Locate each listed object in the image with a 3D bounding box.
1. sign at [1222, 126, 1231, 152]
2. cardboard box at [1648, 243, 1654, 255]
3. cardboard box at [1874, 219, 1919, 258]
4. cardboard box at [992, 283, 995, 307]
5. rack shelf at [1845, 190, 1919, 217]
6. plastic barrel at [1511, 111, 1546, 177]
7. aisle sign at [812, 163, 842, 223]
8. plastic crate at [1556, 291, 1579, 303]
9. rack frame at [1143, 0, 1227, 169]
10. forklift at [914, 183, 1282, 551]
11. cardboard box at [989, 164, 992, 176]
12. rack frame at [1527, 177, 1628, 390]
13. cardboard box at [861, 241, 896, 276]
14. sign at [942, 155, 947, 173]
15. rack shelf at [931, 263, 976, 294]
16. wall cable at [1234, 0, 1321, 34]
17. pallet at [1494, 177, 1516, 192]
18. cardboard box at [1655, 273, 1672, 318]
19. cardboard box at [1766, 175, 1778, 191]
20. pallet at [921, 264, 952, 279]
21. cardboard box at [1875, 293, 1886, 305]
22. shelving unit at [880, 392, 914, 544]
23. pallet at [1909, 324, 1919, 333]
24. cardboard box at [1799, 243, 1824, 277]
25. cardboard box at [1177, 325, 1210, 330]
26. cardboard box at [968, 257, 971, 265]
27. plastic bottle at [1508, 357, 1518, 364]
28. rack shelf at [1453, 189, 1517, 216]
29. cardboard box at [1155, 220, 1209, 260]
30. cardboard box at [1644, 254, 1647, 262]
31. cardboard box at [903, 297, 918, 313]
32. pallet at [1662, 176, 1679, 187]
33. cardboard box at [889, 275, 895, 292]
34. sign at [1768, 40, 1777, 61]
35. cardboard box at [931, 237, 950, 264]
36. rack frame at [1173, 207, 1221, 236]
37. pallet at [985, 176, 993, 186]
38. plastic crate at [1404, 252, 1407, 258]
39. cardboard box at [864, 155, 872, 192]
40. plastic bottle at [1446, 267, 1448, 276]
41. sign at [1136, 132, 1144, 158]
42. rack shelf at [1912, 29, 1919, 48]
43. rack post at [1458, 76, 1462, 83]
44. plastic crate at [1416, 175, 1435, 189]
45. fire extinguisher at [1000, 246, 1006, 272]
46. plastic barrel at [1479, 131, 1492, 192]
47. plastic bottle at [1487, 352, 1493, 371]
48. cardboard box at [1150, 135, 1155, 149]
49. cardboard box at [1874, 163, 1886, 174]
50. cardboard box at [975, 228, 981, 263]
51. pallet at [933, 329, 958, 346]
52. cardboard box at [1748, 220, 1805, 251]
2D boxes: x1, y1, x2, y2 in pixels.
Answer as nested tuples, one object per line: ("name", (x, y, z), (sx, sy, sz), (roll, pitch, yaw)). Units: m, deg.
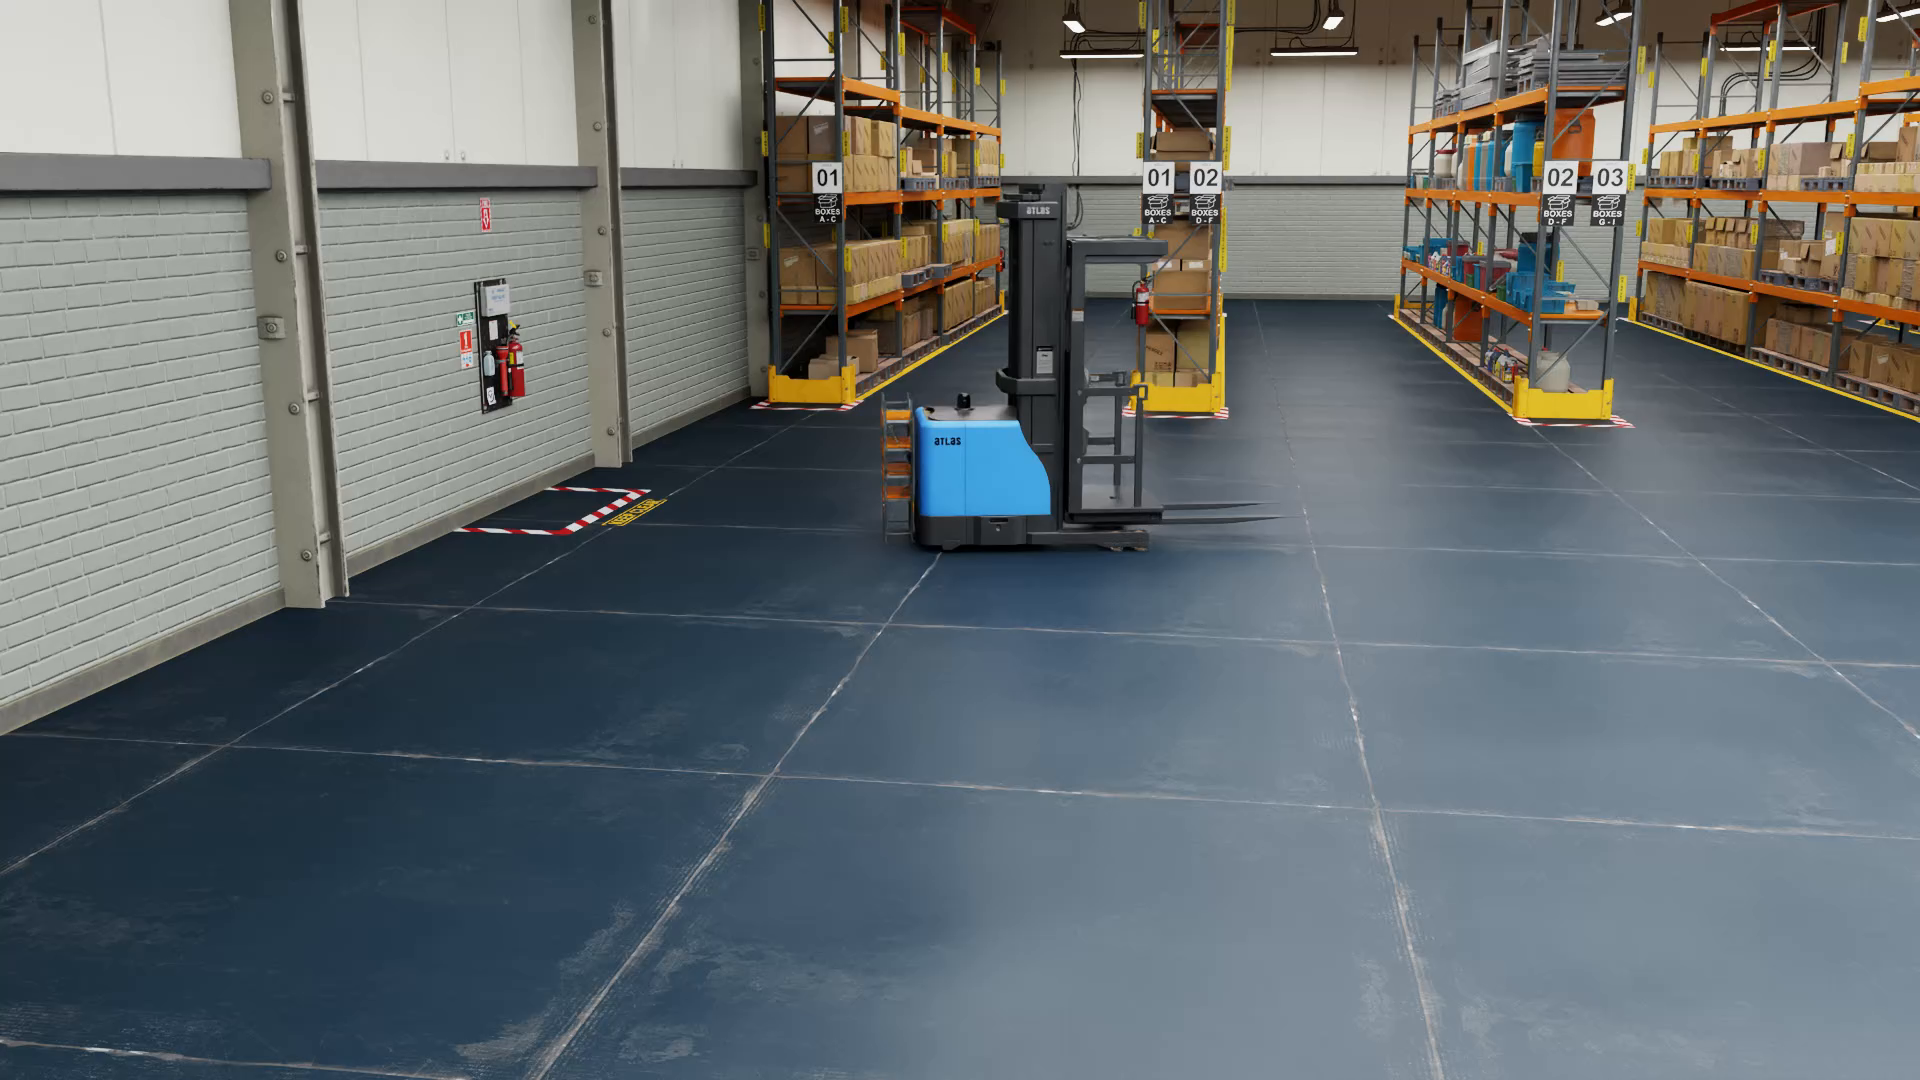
("sign", (3.400, -5.107, 21.188), (0.100, 0.325, 0.005), (2, 12, 9))
("cardboard box", (14.687, -6.075, 34.714), (0.500, 0.250, 0.500), (2, 12, 8))
("cardboard box", (12.783, -4.094, 22.555), (0.500, 0.500, 0.500), (2, 12, 9))
("cardboard box", (0.409, -5.519, 37.418), (0.700, 0.500, 0.500), (2, 12, 9))
("rack shelf", (12.948, -4.403, 21.893), (1.077, 0.370, 4.000), (2, 12, 9))
("plastic barrel", (8.103, -5.578, 23.451), (0.600, 0.901, 0.708), (2, 12, 9))
("aisle sign", (-1.757, -4.600, 22.047), (0.394, 0.787, 0.004), (2, 12, 9))
("plastic crate", (8.362, -3.390, 23.231), (0.530, 0.136, 0.437), (2, 12, 9))
("rack frame", (2.853, -6.127, 21.062), (1.000, 3.000, 0.127), (2, 12, 9))
("forklift", (1.144, -1.451, 13.771), (3.031, 2.935, 1.130), (-1, 12, -4))
("cardboard box", (0.414, -7.954, 35.781), (0.500, 0.250, 0.500), (2, 12, 7))
("rack frame", (7.747, -3.033, 20.946), (1.000, 3.000, 0.127), (2, 12, 9))
("cardboard box", (-1.266, -4.277, 25.247), (0.500, 0.500, 0.500), (2, 12, 8))
("sign", (-0.276, -6.720, 29.709), (0.100, 0.325, 0.005), (2, 12, 9))
("rack shelf", (-0.504, -5.084, 32.170), (1.077, 0.370, 4.000), (2, 12, 9))
("wall cable", (7.372, -13.769, 41.111), (3.097, 2.526, 0.112), (2, 12, 9))
("pallet", (8.347, -5.086, 23.802), (1.213, 0.211, 1.003), (2, 12, 9))
("cardboard box", (14.942, -5.044, 34.326), (0.875, 0.875, 0.875), (2, 12, 9))
("cardboard box", (13.547, -5.841, 27.212), (0.500, 0.250, 0.500), (2, 12, 10))
("pallet", (-0.816, -4.773, 29.478), (1.213, 0.211, 1.003), (2, 12, 9))
("cardboard box", (12.758, -3.286, 22.718), (0.380, 0.149, 0.250), (2, 12, 9))
("shelving unit", (-0.527, -0.612, 13.984), (0.258, 1.200, 0.503), (-1, 12, -4))
("pallet", (19.625, -4.221, 33.078), (1.003, 0.211, 1.213), (2, 12, 9))
("cardboard box", (13.431, -4.325, 25.698), (0.797, 0.503, 0.637), (3, 13, 14))
("cardboard box", (3.294, -2.735, 23.313), (0.500, 0.500, 0.500), (2, 12, 9))
("cardboard box", (0.015, -5.606, 33.434), (0.380, 0.149, 0.250), (2, 12, 10))
("plastic bottle", (7.884, -2.467, 23.742), (0.152, 0.276, 0.135), (2, 12, 9))
("rack shelf", (8.669, -5.396, 26.501), (1.077, 0.370, 4.000), (2, 12, 9))
("cardboard box", (2.945, -3.985, 22.047), (0.700, 0.500, 0.500), (2, 12, 9))
("cardboard box", (14.683, -5.963, 35.141), (0.380, 0.149, 0.250), (2, 12, 8))
("cardboard box", (-1.021, -4.111, 29.056), (0.500, 0.250, 0.500), (2, 12, 10))
("pallet", (14.812, -7.216, 33.449), (1.003, 0.211, 1.213), (2, 12, 9))
("cardboard box", (-1.285, -3.911, 25.329), (0.500, 0.250, 0.500), (2, 12, 9))
("sign", (13.322, -8.021, 27.261), (0.100, 0.325, 0.005), (2, 12, 9))
("cardboard box", (-0.484, -5.316, 30.549), (0.500, 0.500, 0.500), (2, 12, 10))
("rack frame", (4.698, -5.692, 33.285), (1.000, 3.000, 0.127), (2, 12, 9))
("pallet", (0.129, -7.698, 35.683), (1.003, 0.211, 1.213), (2, 12, 9))
("plastic crate", (9.713, -6.159, 35.936), (0.250, 0.136, 0.298), (2, 12, 9))
("cardboard box", (-1.550, -5.159, 23.407), (0.500, 0.500, 0.500), (2, 12, 11))
("plastic bottle", (8.704, -4.791, 29.574), (0.097, 0.201, 0.097), (0, 12, 0))
("sign", (2.319, -5.075, 21.388), (0.100, 0.325, 0.005), (2, 12, 9))
("rack shelf", (19.679, -9.810, 31.974), (1.077, 0.370, 4.000), (2, 12, 9))
("rack post", (9.000, -8.048, 28.754), (0.624, 0.289, 0.986), (2, 12, 9))
("plastic crate", (9.562, -7.320, 34.003), (0.437, 0.282, 0.530), (2, 12, 9))
("fire extinguisher", (0.897, -6.481, 38.014), (0.296, 0.674, 0.183), (2, 12, 9))
("plastic barrel", (8.326, -5.826, 25.596), (0.600, 0.901, 0.600), (0, 12, 0))
("plastic bottle", (7.857, -2.629, 24.492), (0.152, 0.276, 0.135), (2, 12, 11))
("cardboard box", (3.090, -5.478, 23.600), (0.797, 0.503, 0.637), (3, 13, 15))
("cardboard box", (12.865, -5.122, 22.928), (0.380, 0.149, 0.250), (2, 12, 9))
("cardboard box", (-0.097, -6.111, 34.516), (0.980, 0.700, 0.700), (2, 12, 10))
("pallet", (-0.616, -3.818, 31.207), (1.003, 0.211, 1.213), (2, 12, 9))
("cardboard box", (14.000, -5.229, 28.516), (0.797, 0.503, 0.637), (2, 12, 11))
